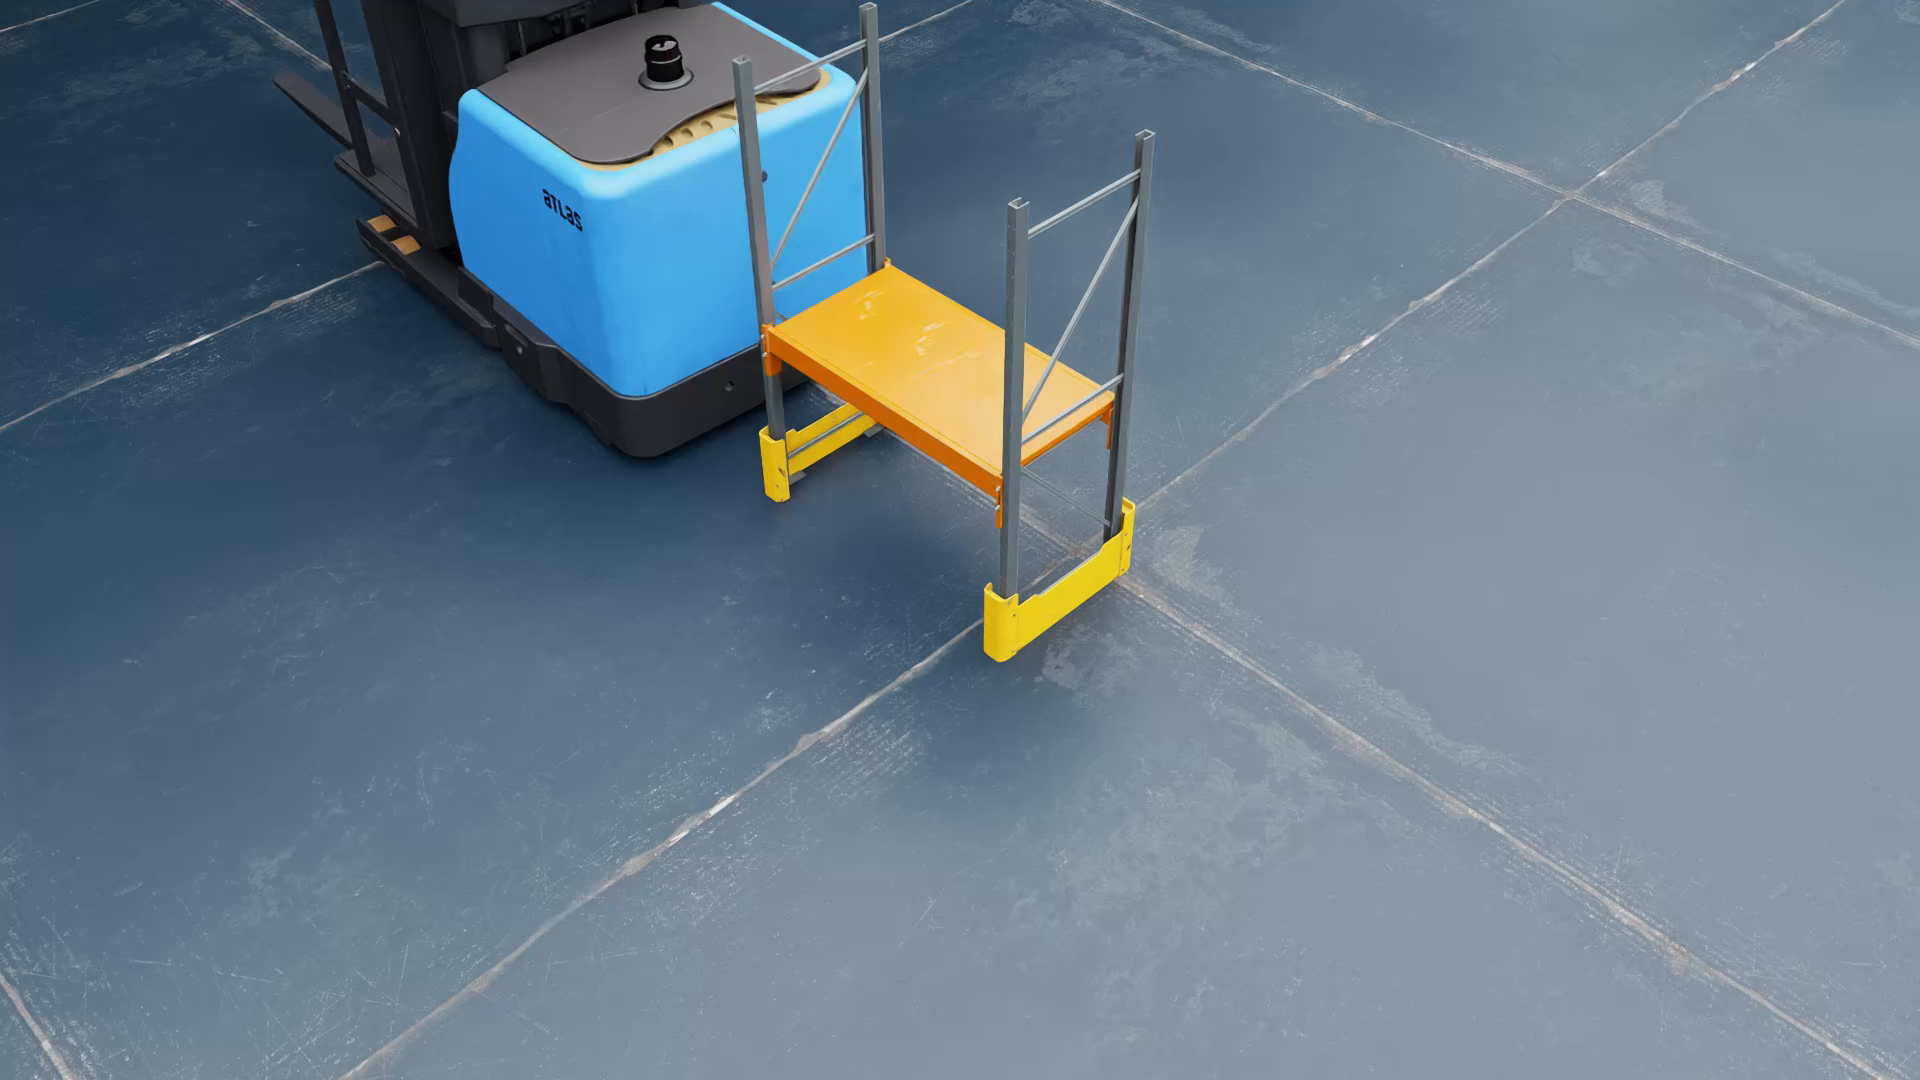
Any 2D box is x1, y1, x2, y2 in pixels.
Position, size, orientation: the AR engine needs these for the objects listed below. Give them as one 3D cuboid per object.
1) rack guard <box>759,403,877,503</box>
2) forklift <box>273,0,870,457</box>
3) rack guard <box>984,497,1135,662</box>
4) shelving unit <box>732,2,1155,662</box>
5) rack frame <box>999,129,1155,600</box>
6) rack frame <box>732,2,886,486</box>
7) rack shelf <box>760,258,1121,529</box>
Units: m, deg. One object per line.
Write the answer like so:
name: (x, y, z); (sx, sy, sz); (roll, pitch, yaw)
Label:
rack guard: (-0.406, -0.368, 5.464); (0.587, 0.250, 0.087); (-34, 53, -31)
forklift: (-1.659, -2.267, 5.543); (1.130, 2.935, 3.031); (-31, 51, -29)
rack guard: (0.298, 0.111, 4.946); (0.587, 0.250, 0.087); (-34, 53, -31)
shelving unit: (-0.054, -0.587, 4.781); (0.587, 1.500, 1.083); (-34, 53, -31)
rack frame: (0.299, -0.348, 4.521); (0.500, 1.500, 0.032); (-34, 53, -31)
rack frame: (-0.419, -0.836, 5.050); (0.500, 1.500, 0.032); (-34, 53, -31)
rack shelf: (-0.060, -0.460, 4.907); (0.538, 0.185, 1.000); (-34, 53, -31)
